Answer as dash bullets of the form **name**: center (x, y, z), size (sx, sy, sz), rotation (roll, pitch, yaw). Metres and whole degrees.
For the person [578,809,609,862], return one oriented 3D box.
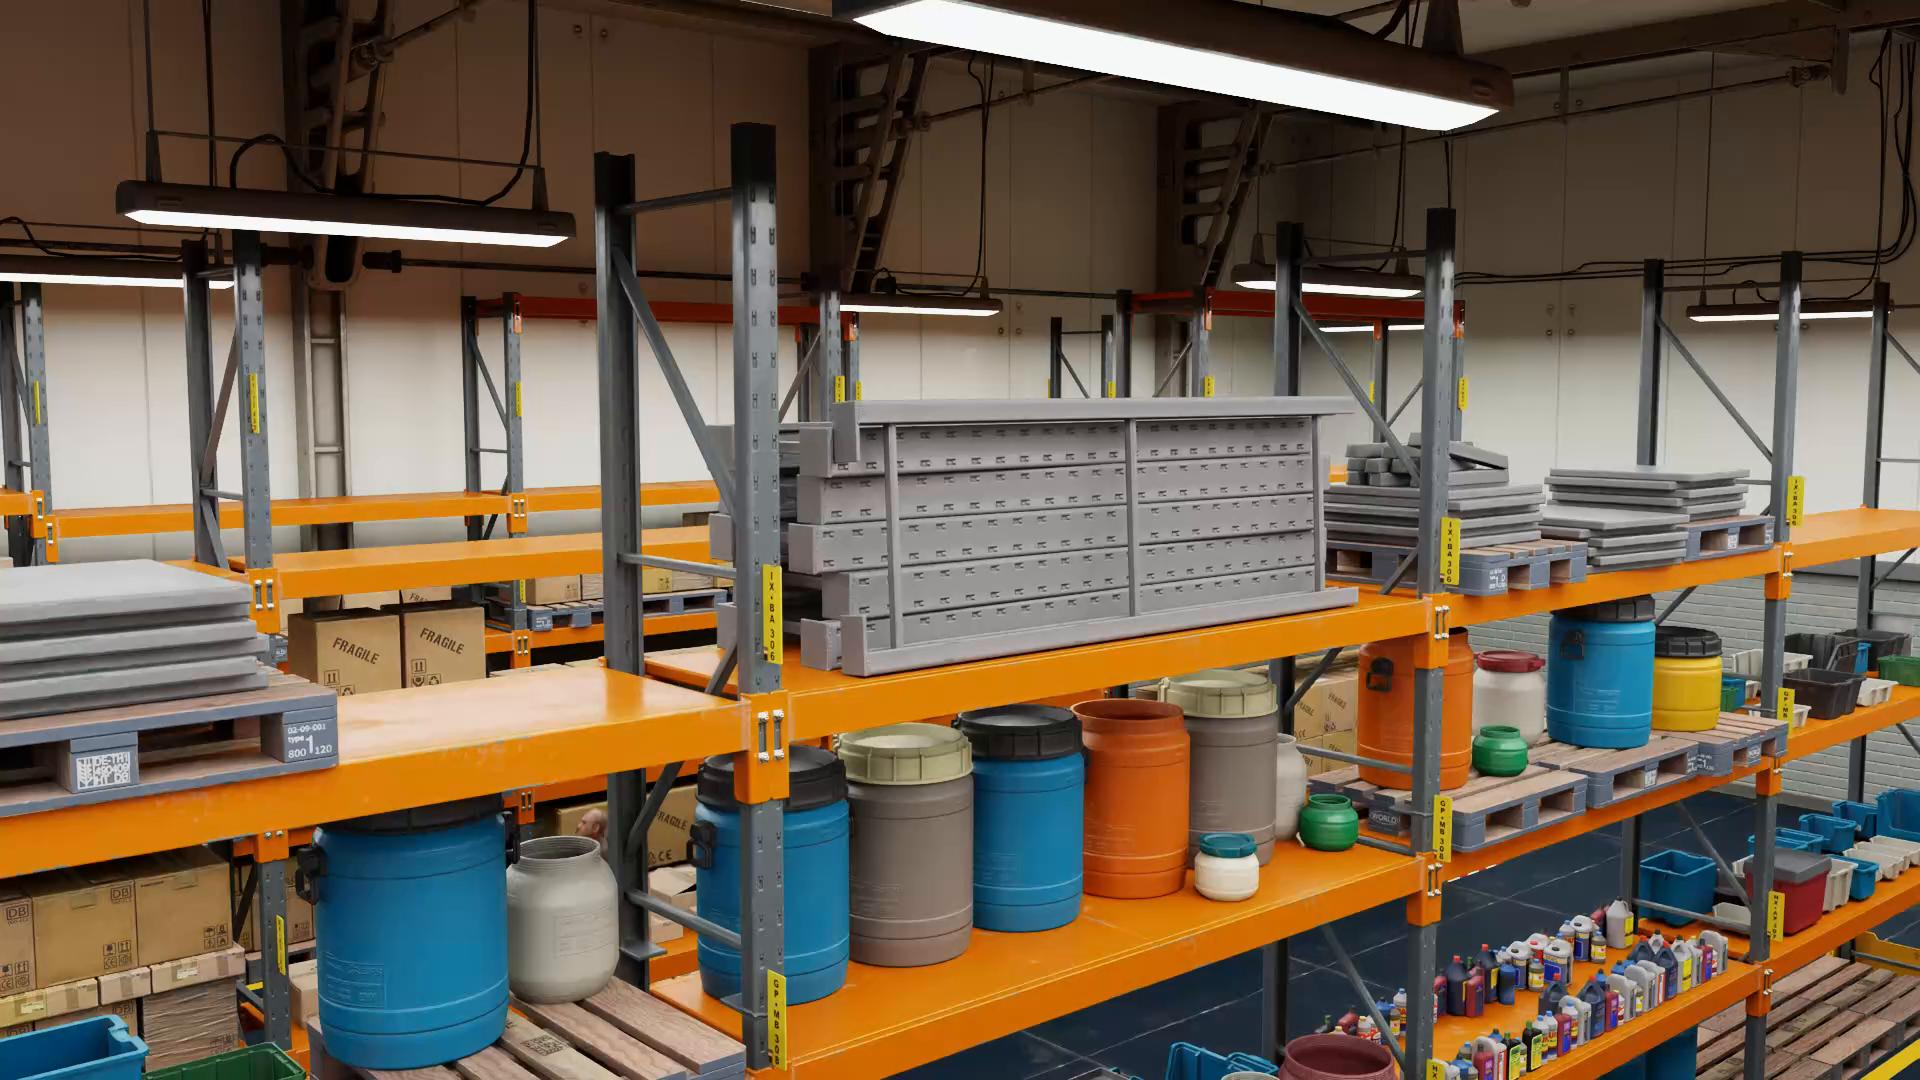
- **person**: center (-2.890, 3.035, 13.452), size (0.691, 1.752, 0.706), rotation (-4, 7, -39)
